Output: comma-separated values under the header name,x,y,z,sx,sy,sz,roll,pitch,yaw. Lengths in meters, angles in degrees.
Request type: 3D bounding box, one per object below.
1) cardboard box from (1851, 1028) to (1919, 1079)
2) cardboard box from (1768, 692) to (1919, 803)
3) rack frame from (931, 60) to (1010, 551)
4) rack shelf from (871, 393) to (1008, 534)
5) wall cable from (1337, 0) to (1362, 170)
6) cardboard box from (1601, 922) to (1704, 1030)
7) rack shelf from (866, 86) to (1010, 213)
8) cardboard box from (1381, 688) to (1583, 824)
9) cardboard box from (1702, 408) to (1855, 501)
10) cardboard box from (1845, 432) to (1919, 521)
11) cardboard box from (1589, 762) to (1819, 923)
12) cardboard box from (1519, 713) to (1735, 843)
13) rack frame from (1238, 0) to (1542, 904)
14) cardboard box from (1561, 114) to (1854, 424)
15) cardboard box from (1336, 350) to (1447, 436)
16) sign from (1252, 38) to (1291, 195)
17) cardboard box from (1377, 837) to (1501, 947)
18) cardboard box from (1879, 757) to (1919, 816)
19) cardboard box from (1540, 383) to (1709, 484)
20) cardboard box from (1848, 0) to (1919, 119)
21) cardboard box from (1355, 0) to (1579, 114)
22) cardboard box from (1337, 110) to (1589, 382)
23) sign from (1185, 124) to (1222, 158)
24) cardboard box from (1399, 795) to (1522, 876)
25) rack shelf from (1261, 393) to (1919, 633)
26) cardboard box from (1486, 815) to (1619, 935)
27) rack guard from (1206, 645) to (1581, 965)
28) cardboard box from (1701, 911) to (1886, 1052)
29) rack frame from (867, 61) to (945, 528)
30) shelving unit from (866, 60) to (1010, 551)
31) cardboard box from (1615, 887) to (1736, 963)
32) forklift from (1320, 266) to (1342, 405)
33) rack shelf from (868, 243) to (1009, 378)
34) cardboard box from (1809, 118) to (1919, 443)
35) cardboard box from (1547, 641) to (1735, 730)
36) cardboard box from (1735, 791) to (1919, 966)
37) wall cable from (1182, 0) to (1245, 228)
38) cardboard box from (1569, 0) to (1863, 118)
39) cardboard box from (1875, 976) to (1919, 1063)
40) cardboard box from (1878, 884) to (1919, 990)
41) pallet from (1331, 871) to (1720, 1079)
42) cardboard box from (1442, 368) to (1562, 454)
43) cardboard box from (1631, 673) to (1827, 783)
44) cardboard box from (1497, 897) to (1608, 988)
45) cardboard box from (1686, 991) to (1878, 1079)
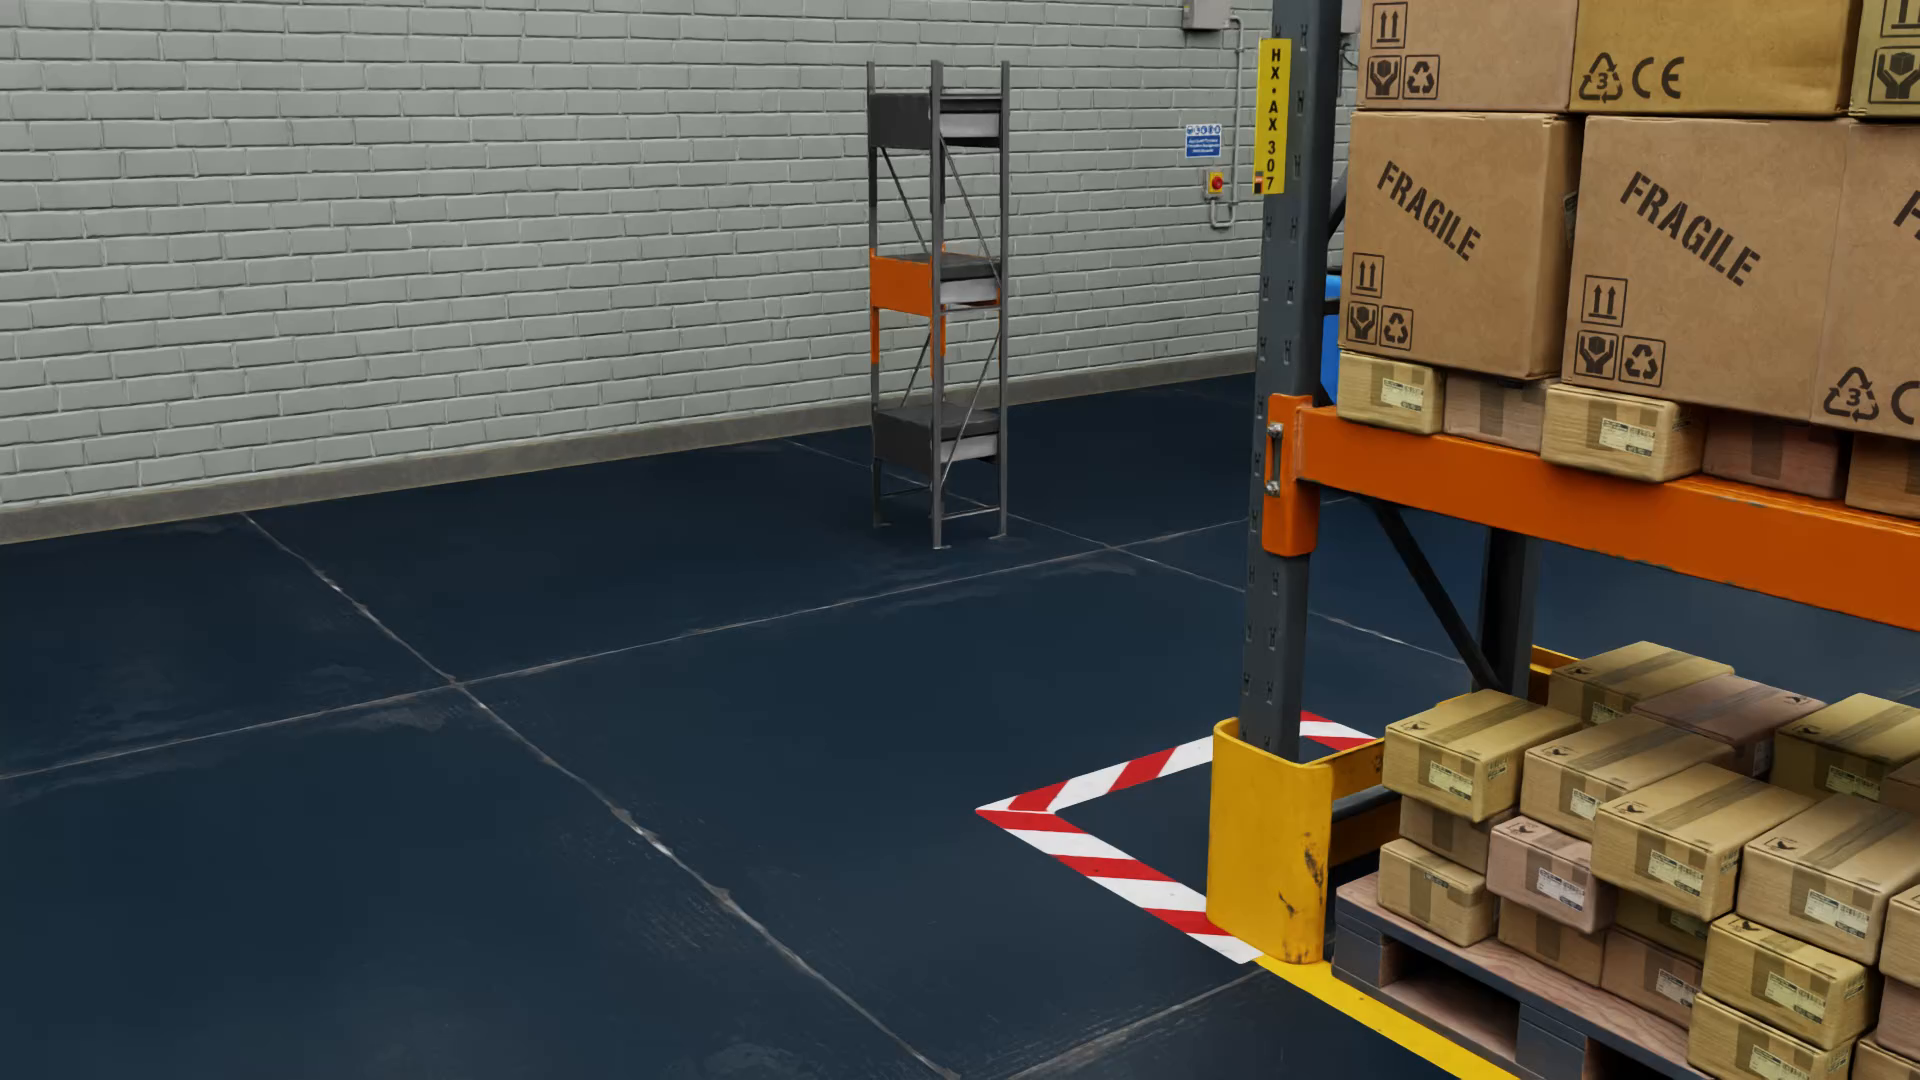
name,x,y,z,sx,sy,sz,roll,pitch,yaw
cardboard box,1.826,0.958,2.997,0.380,0.149,0.250,-11,19,-34
cardboard box,1.989,0.475,3.636,0.380,0.149,0.250,-11,19,-36
rack frame,0.046,-0.996,7.238,0.400,2.100,0.015,-11,19,-35
rack shelf,-0.097,-0.360,7.616,0.431,0.518,0.480,-11,19,-35
wall cable,2.867,-3.285,11.972,0.588,1.984,0.122,-11,19,-35
cardboard box,1.537,0.847,3.404,0.380,0.149,0.250,-11,19,-34
rack shelf,-0.097,-1.710,7.247,0.431,0.518,0.480,-11,19,-35
cardboard box,1.150,0.468,3.662,0.380,0.149,0.250,-12,19,-37
cardboard box,1.603,-0.193,3.076,0.380,0.149,0.250,-10,18,-32
cardboard box,1.743,-0.131,2.850,0.380,0.149,0.250,-11,19,-35
cardboard box,1.454,0.582,3.246,0.380,0.149,0.250,-11,19,-35
cardboard box,1.409,0.508,3.515,0.380,0.149,0.250,-10,18,-34
rack frame,1.116,-0.582,4.021,1.000,3.000,0.127,-11,19,-35
cardboard box,1.492,-0.525,3.059,0.500,0.500,0.500,-11,19,-34
cardboard box,1.042,-0.341,3.616,0.380,0.149,0.250,-11,19,-35
sign,0.678,-0.915,3.599,0.100,0.325,0.005,-11,19,-35
cardboard box,1.165,0.752,3.752,0.380,0.149,0.250,-10,18,-33
cardboard box,2.090,0.540,3.398,0.380,0.149,0.250,-12,19,-37
cardboard box,1.340,-0.227,3.200,0.380,0.149,0.250,-12,19,-36
cardboard box,1.755,-0.898,2.527,0.500,0.500,0.500,-11,19,-36
cardboard box,1.166,-1.119,3.336,0.500,0.500,0.500,-11,19,-35
cardboard box,1.157,-0.635,3.462,0.500,0.500,0.500,-10,18,-32
sign,1.652,-2.708,11.278,0.327,0.218,0.001,-11,19,-35
cardboard box,1.217,0.599,3.748,0.380,0.149,0.250,-10,18,-32
rack shelf,2.292,0.192,2.556,1.077,0.370,4.000,-11,19,-35
cardboard box,1.332,0.666,3.503,0.380,0.149,0.250,-11,19,-35
rack guard,1.161,0.640,4.292,1.175,0.500,0.348,-11,19,-35
cardboard box,1.611,0.776,3.100,0.380,0.149,0.250,-10,18,-33
rack frame,-0.241,-1.100,7.618,0.400,2.100,0.015,-11,19,-35
shelving unit,-0.097,-1.048,7.428,0.431,2.100,0.503,-11,19,-35
cardboard box,1.548,0.704,3.362,0.380,0.149,0.250,-11,19,-34
forklift,3.228,-1.852,8.791,3.031,2.935,1.130,-8,17,-26
rack shelf,-0.097,-1.035,7.432,0.431,0.518,0.480,-11,19,-35
cardboard box,1.770,-0.418,2.669,0.500,0.500,0.500,-11,19,-34
cardboard box,1.633,0.377,3.994,0.380,0.149,0.250,-11,19,-34
cardboard box,1.666,0.622,3.099,0.380,0.149,0.250,-12,19,-37
wall cable,1.727,-3.078,11.155,0.585,1.953,0.123,-11,19,-35
cardboard box,1.467,-1.012,2.946,0.500,0.500,0.500,-10,18,-33
cardboard box,1.844,0.818,2.947,0.380,0.149,0.250,-12,19,-37
cardboard box,1.822,0.683,2.878,0.380,0.149,0.250,-10,18,-32
pallet,1.610,0.958,3.676,1.003,0.211,1.213,-11,19,-35
cardboard box,1.225,-0.293,3.440,0.380,0.149,0.250,-10,18,-33
cardboard box,1.734,0.440,3.766,0.380,0.149,0.250,-10,18,-33
cardboard box,1.386,0.795,3.594,0.380,0.149,0.250,-11,19,-35
cardboard box,1.599,0.919,3.142,0.380,0.149,0.250,-11,19,-34
